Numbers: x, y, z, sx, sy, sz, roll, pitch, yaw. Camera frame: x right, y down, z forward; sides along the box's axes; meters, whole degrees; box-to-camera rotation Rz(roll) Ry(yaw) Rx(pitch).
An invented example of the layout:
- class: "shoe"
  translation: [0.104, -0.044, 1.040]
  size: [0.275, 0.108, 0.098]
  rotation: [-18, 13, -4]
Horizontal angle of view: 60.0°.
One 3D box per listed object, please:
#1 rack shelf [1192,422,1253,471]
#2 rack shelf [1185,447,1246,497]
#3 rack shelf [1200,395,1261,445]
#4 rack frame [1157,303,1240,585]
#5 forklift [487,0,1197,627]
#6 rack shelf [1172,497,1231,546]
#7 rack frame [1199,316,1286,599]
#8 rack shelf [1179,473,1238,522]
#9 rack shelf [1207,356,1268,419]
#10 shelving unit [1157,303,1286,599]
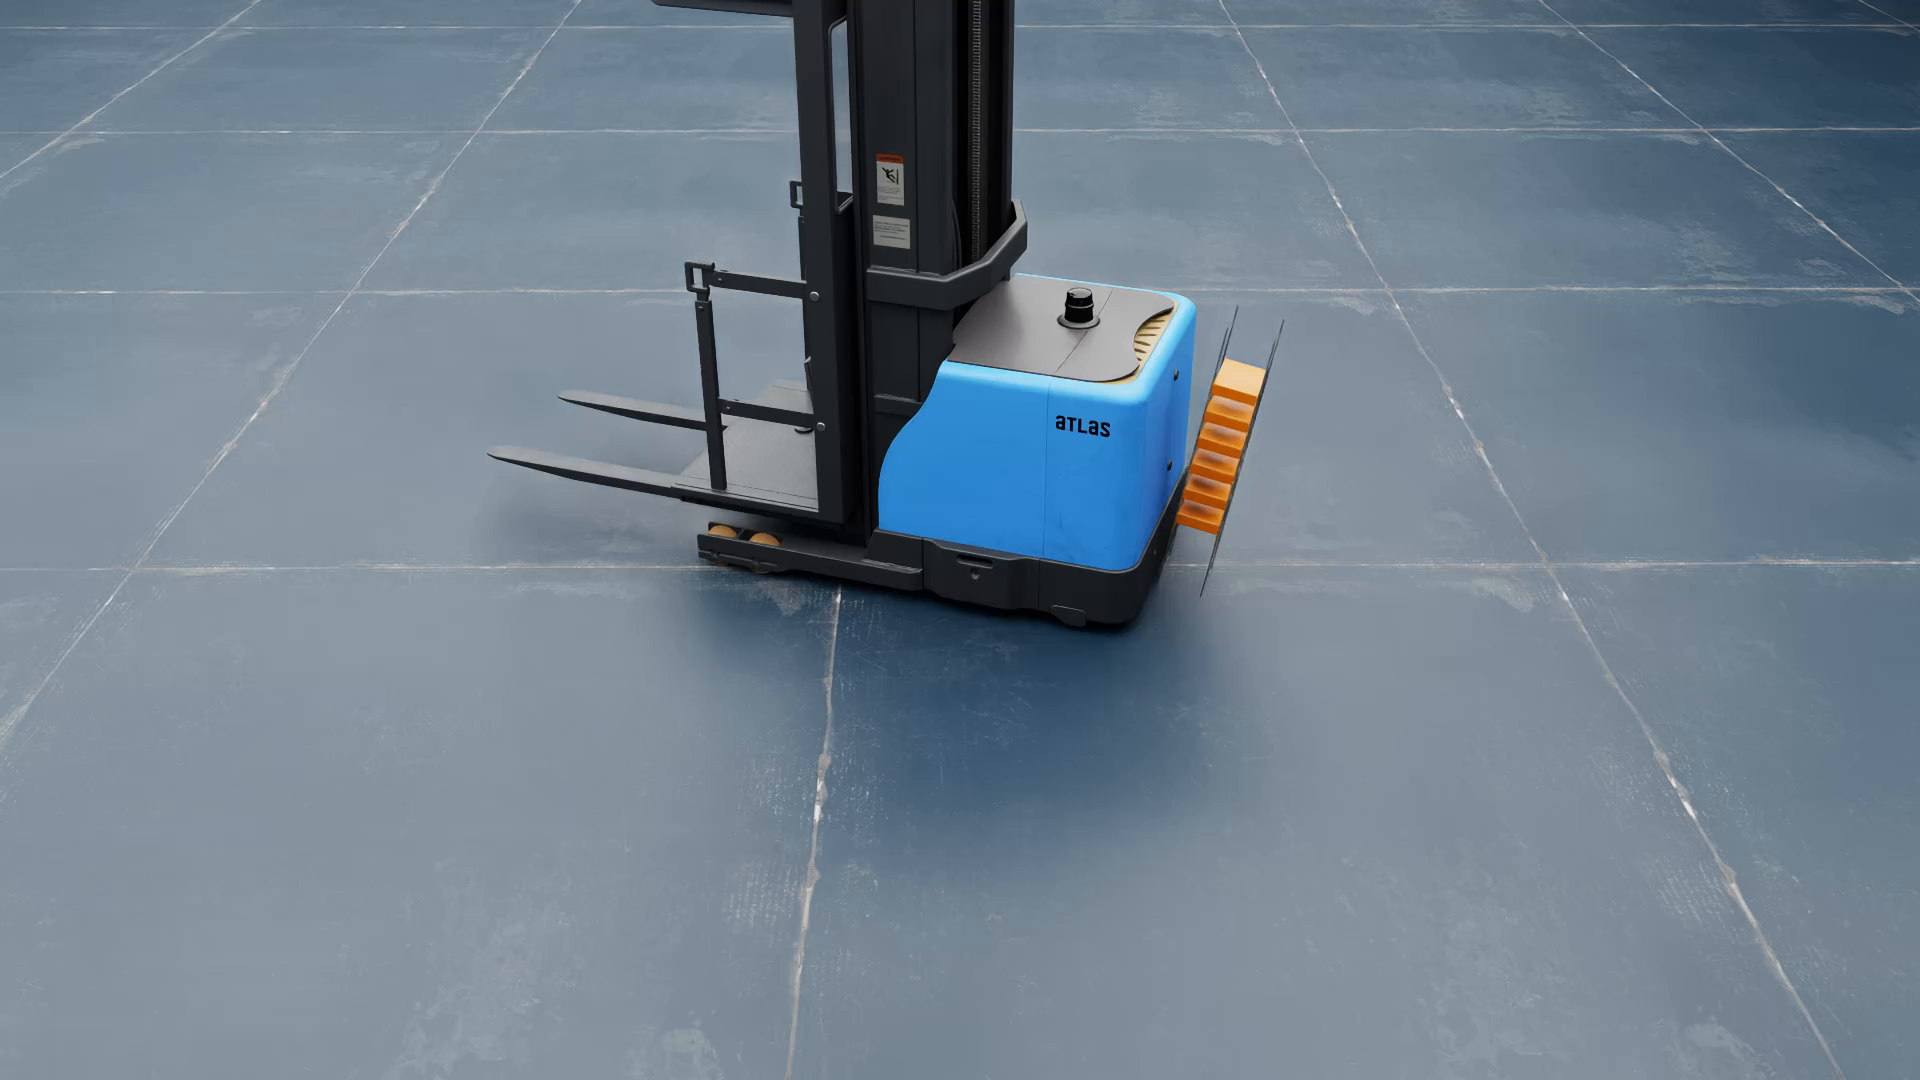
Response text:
- class: "rack shelf"
  translation: [1.043, -0.398, 6.590]
  size: [0.180, 0.103, 0.258]
  rotation: [18, 34, 10]
- class: "rack shelf"
  translation: [1.025, -0.300, 6.657]
  size: [0.180, 0.103, 0.258]
  rotation: [18, 34, 10]
- class: "rack shelf"
  translation: [1.062, -0.496, 6.523]
  size: [0.180, 0.103, 0.258]
  rotation: [18, 34, 10]
- class: "rack frame"
  translation: [0.946, -0.363, 6.649]
  size: [0.006, 1.200, 0.240]
  rotation: [18, 34, 10]
- class: "forklift"
  translation: [-0.588, -1.359, 6.664]
  size: [3.031, 2.935, 1.130]
  rotation: [10, 33, 16]
- class: "rack shelf"
  translation: [0.988, -0.103, 6.790]
  size: [0.180, 0.103, 0.258]
  rotation: [18, 34, 10]
- class: "rack frame"
  translation: [1.118, -0.309, 6.616]
  size: [0.006, 1.200, 0.240]
  rotation: [18, 34, 10]
- class: "rack shelf"
  translation: [1.007, -0.202, 6.723]
  size: [0.180, 0.103, 0.258]
  rotation: [18, 34, 10]
- class: "rack shelf"
  translation: [1.080, -0.594, 6.457]
  size: [0.180, 0.103, 0.258]
  rotation: [18, 34, 10]
- class: "shelving unit"
  translation: [1.032, -0.336, 6.632]
  size: [0.189, 1.200, 0.258]
  rotation: [18, 34, 10]
